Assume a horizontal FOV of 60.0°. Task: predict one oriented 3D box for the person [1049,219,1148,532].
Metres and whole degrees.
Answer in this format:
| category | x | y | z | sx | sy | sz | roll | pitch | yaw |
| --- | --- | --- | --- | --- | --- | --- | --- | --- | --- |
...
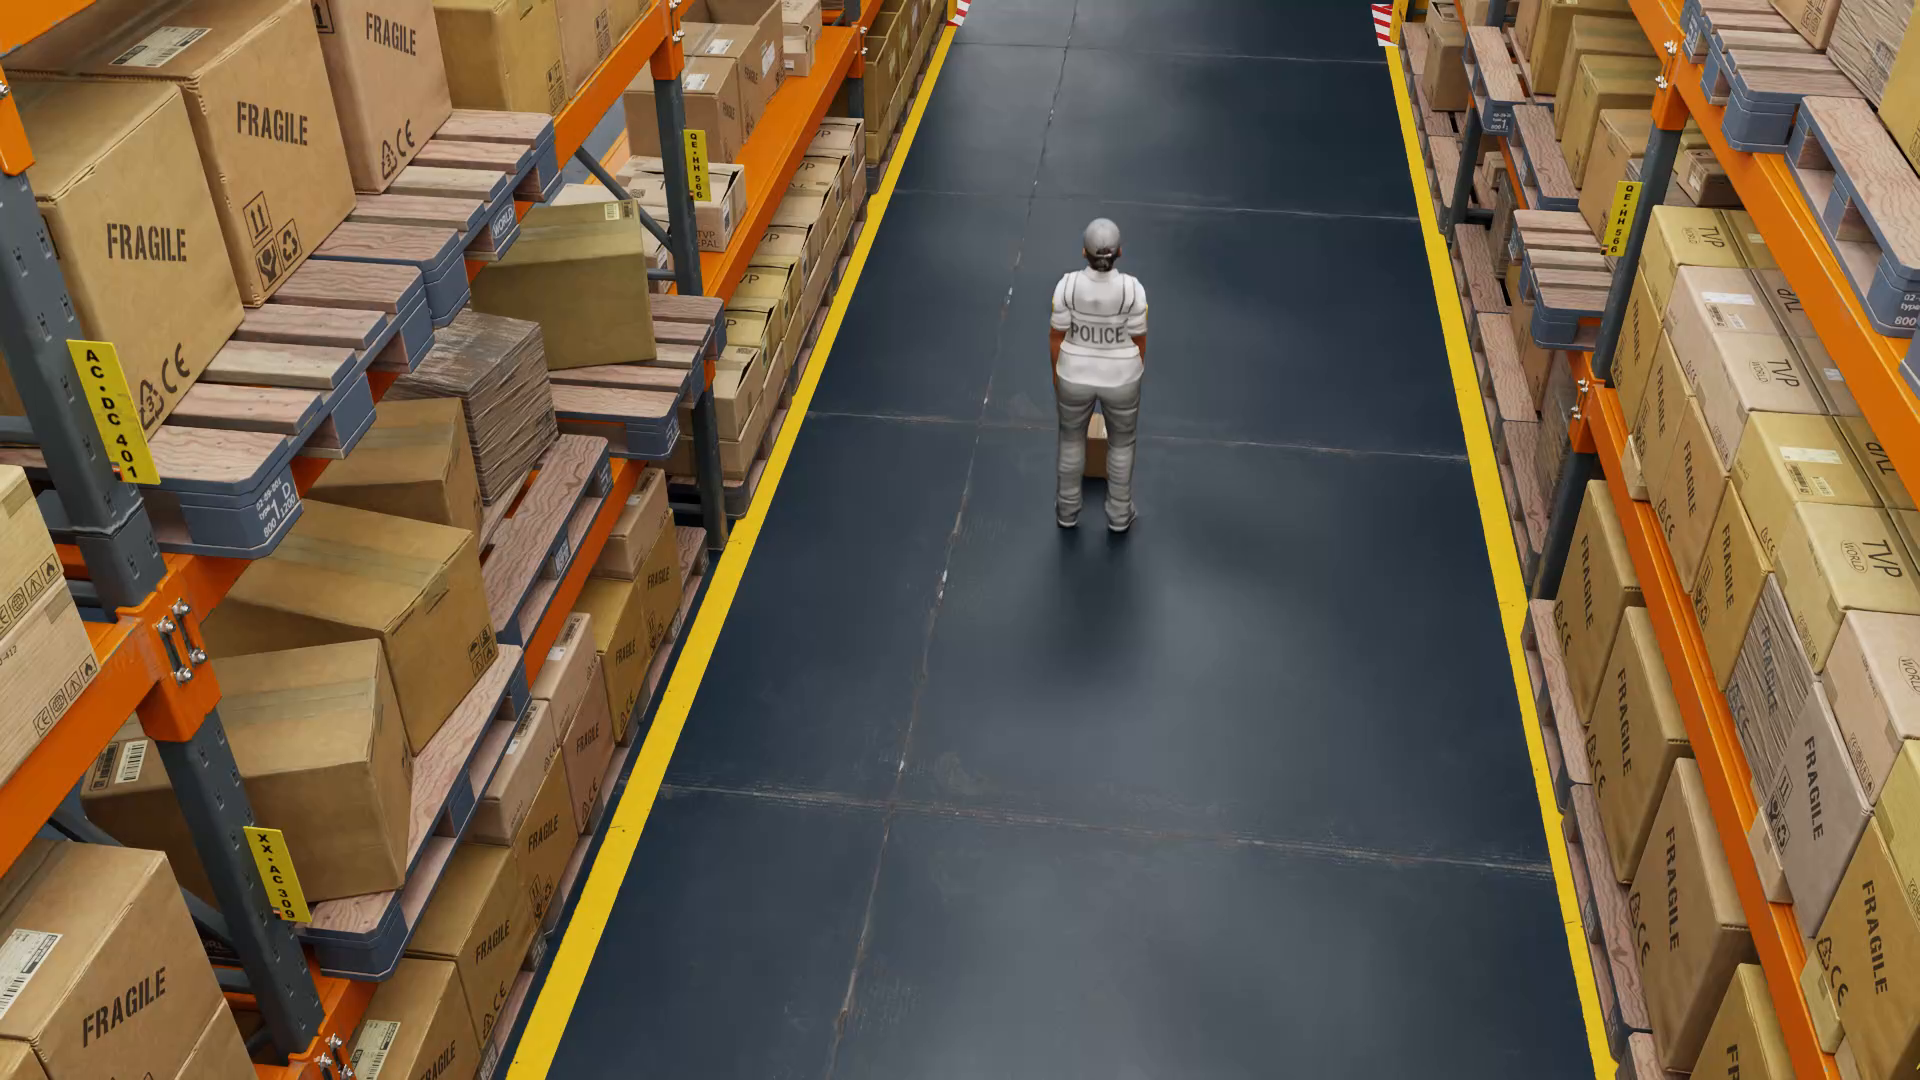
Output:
| category | x | y | z | sx | sy | sz | roll | pitch | yaw |
| --- | --- | --- | --- | --- | --- | --- | --- | --- | --- |
| person | 0.670 | -0.794 | 8.127 | 0.481 | 1.676 | 0.390 | 5 | 37 | 7 |
